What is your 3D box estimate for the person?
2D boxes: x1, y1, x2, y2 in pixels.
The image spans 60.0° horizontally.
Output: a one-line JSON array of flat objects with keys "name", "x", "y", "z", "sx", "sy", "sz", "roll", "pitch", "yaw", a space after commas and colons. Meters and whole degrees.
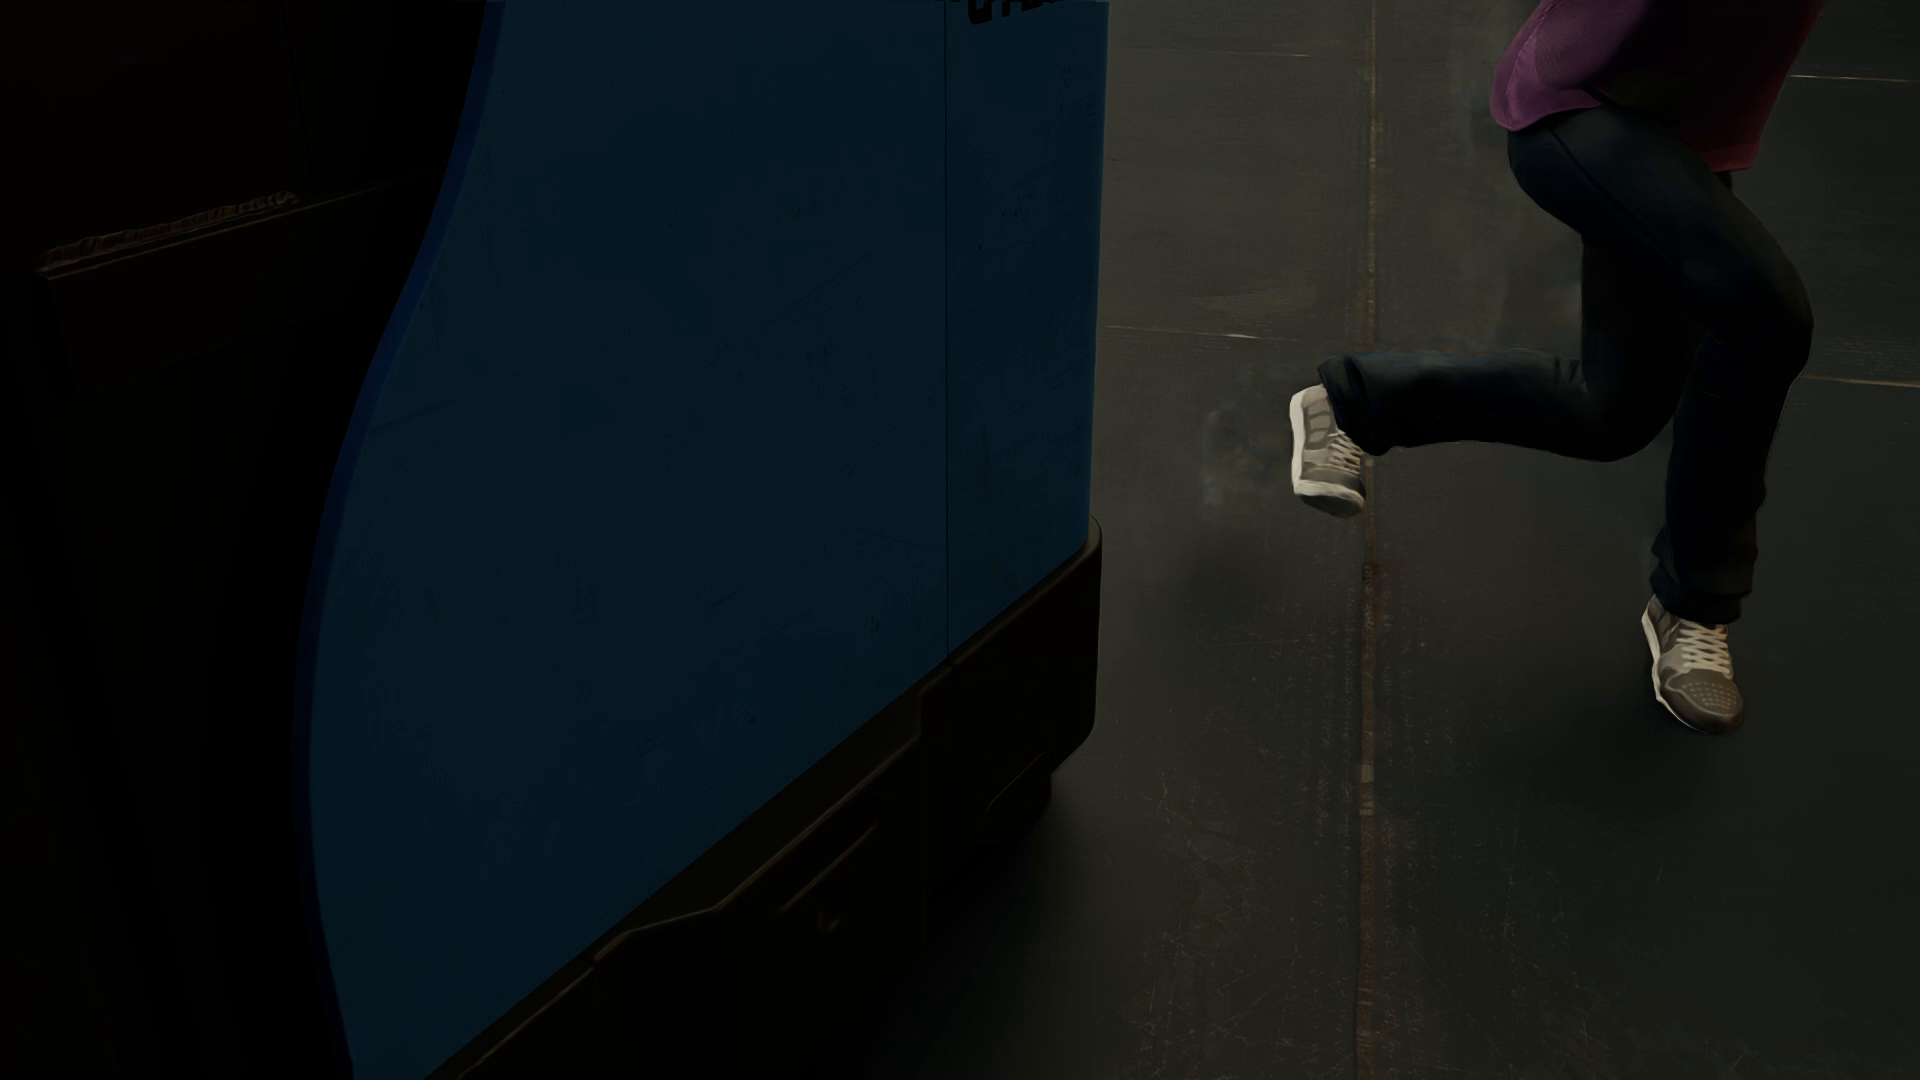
[{"name": "person", "x": 0.754, "y": -0.428, "z": 1.873, "sx": 0.727, "sy": 1.374, "sz": 1.037, "roll": -7, "pitch": 28, "yaw": -13}]

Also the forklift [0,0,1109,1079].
[{"name": "forklift", "x": -1.055, "y": -0.605, "z": 0.445, "sx": 1.130, "sy": 2.935, "sz": 3.031, "roll": 16, "pitch": 31, "yaw": 28}]
